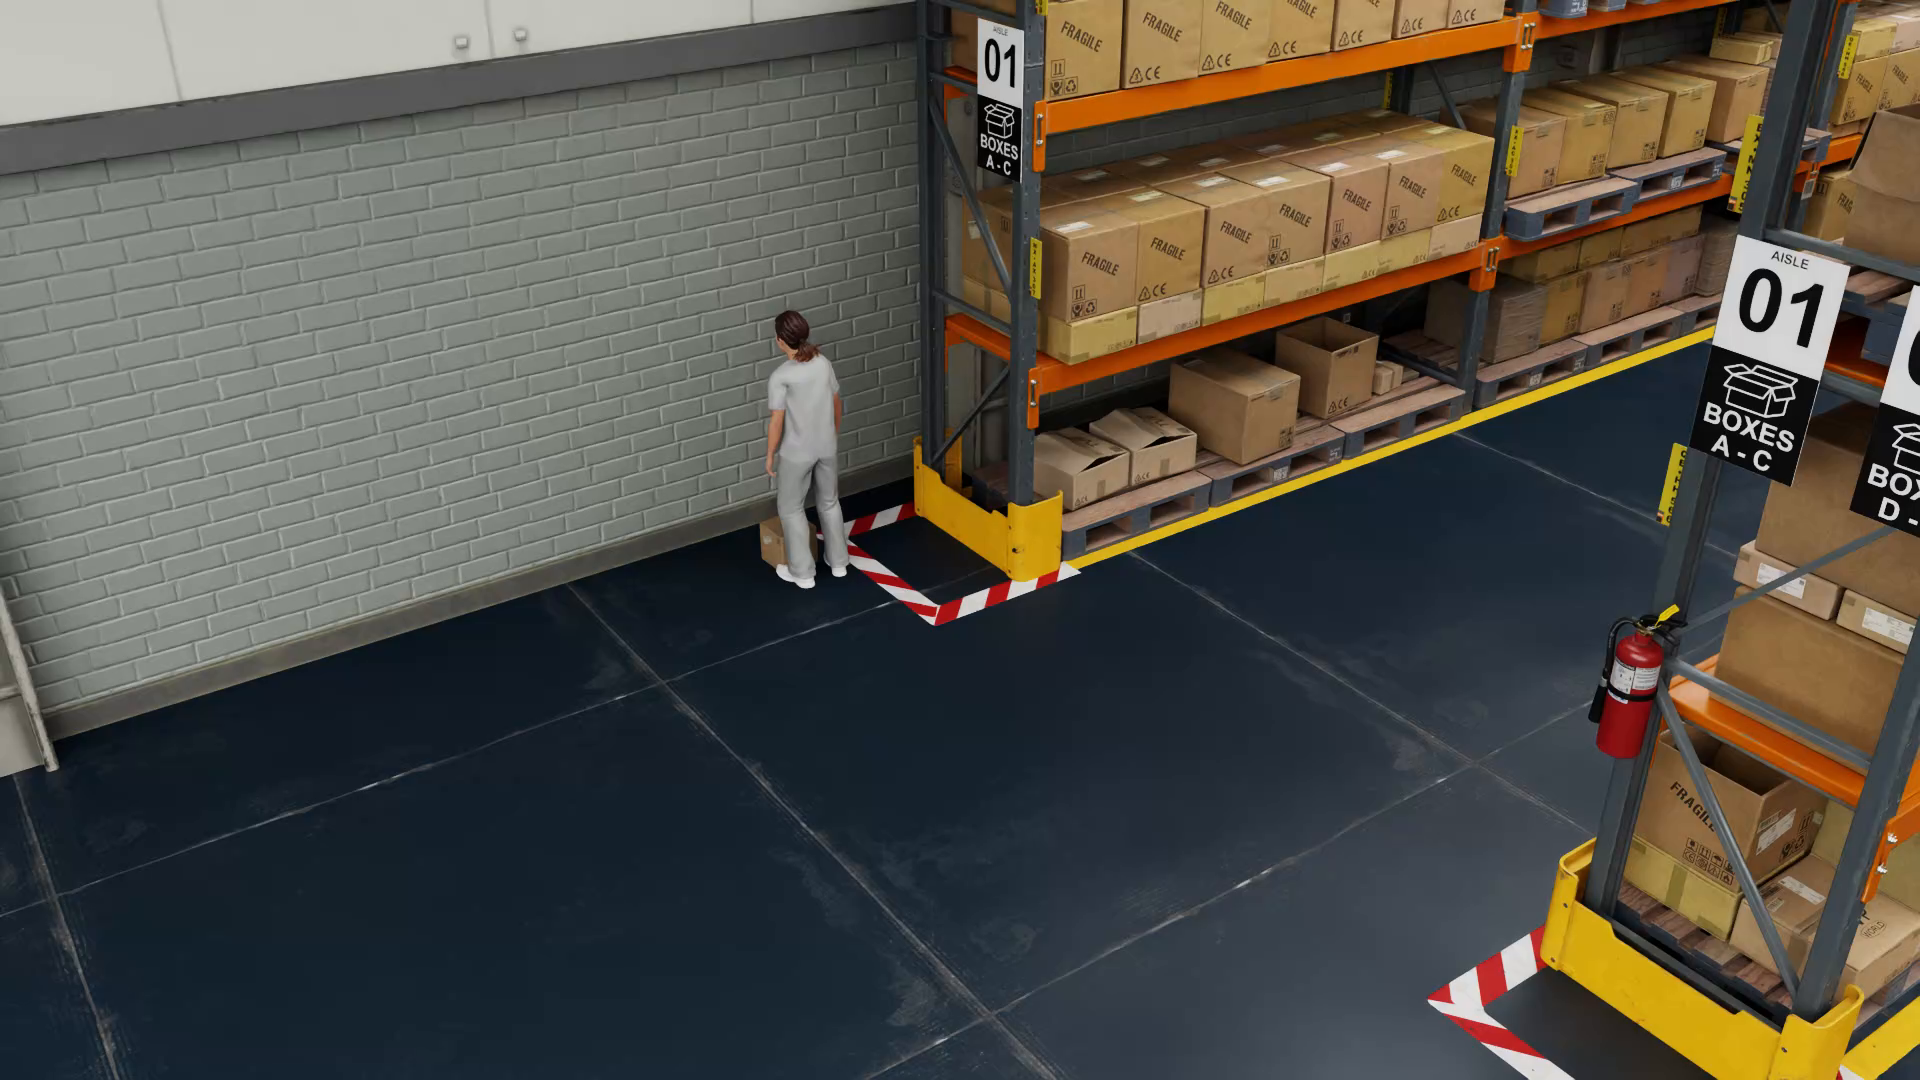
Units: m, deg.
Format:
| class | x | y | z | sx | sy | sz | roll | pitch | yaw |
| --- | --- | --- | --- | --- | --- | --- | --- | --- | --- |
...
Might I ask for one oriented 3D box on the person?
| class | x | y | z | sx | sy | sz | roll | pitch | yaw |
| --- | --- | --- | --- | --- | --- | --- | --- | --- | --- |
| person | -0.888 | -0.515 | 9.567 | 0.508 | 1.673 | 0.355 | -20 | 35 | -32 |
